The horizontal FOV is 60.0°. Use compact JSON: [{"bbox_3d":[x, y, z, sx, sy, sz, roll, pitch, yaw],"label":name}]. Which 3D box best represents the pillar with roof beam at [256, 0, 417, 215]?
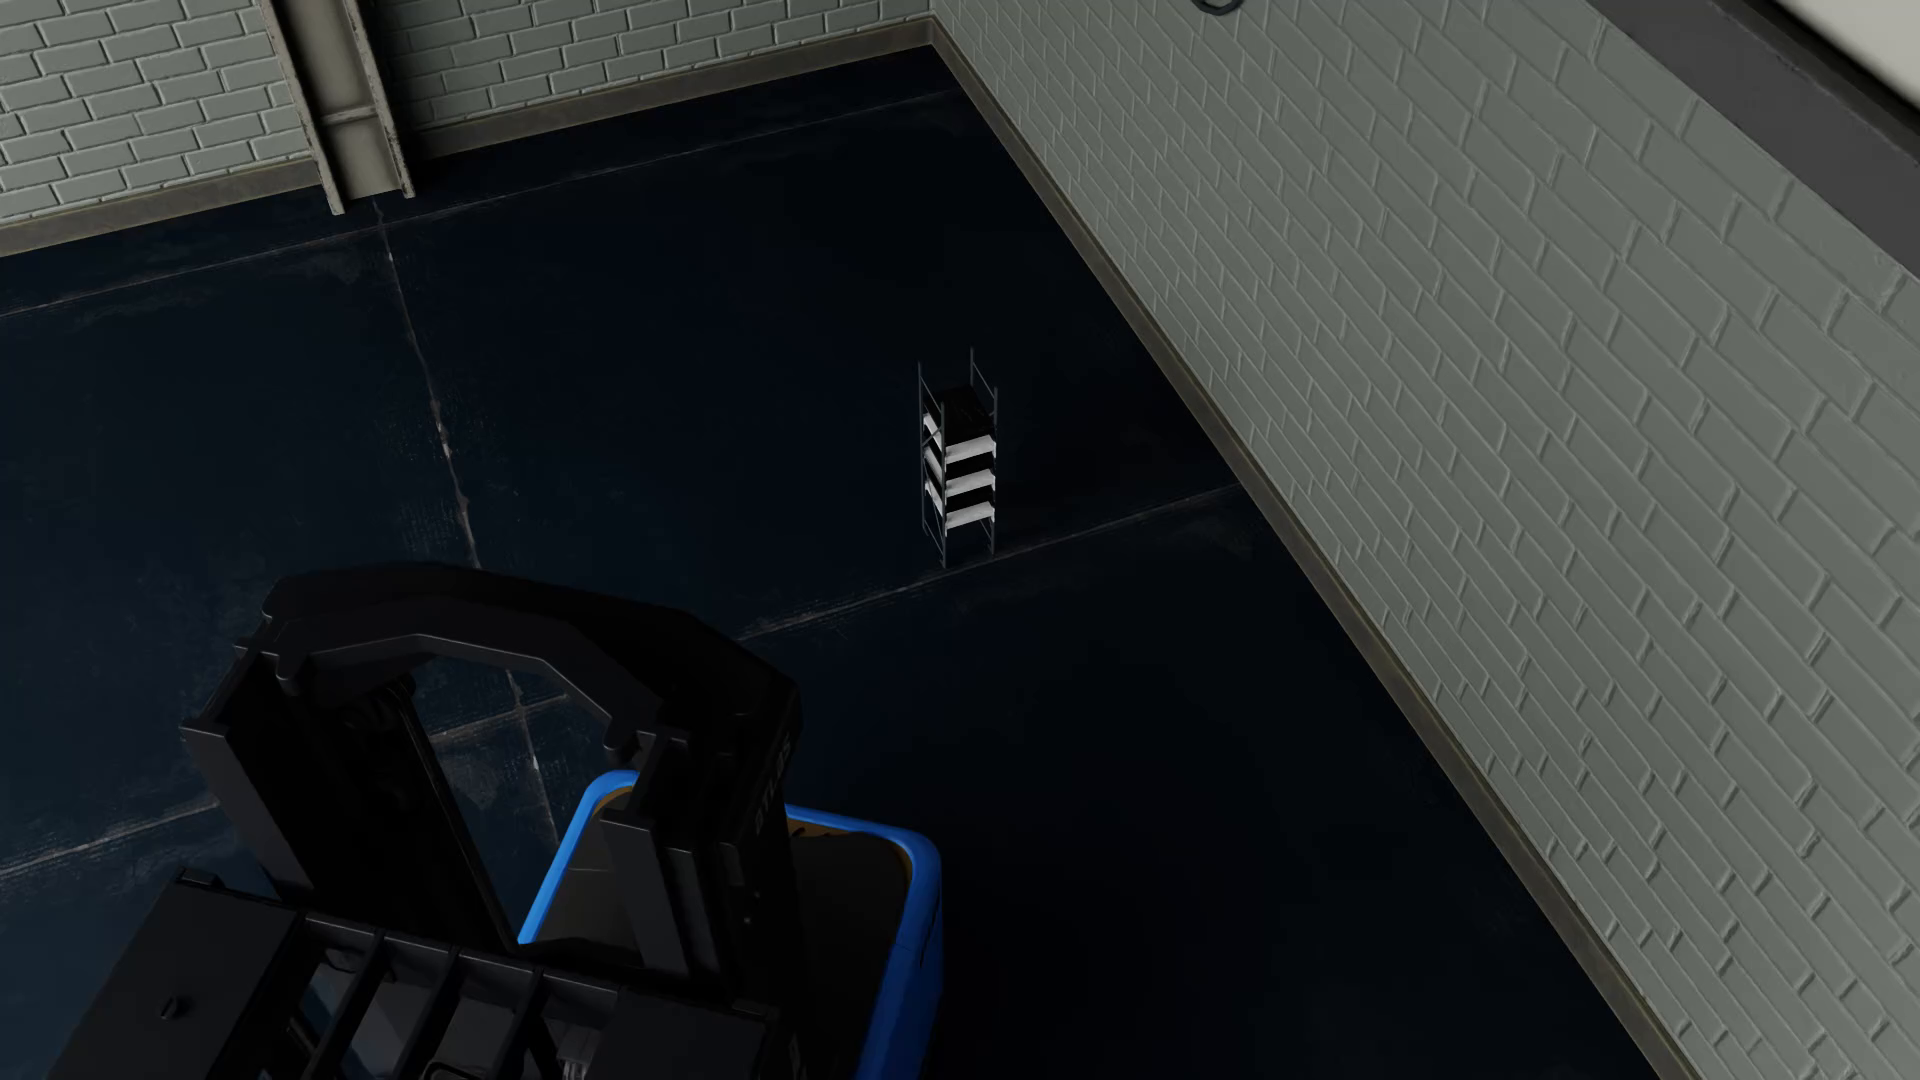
[{"bbox_3d":[-1.230,-1.618,2.049,0.400,9.000,9.100,-17,52,-14],"label":"pillar with roof beam"}]

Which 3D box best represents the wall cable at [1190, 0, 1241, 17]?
[{"bbox_3d":[0.369,-3.546,5.751,0.112,2.526,3.097,-17,52,-14],"label":"wall cable"}]

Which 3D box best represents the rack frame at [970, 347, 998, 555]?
[{"bbox_3d":[0.087,-0.320,6.272,0.006,0.900,0.240,-17,52,-14],"label":"rack frame"}]

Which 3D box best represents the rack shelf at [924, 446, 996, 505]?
[{"bbox_3d":[-0.008,-0.269,6.273,0.200,0.077,0.258,-17,52,-14],"label":"rack shelf"}]

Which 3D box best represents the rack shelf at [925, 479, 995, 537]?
[{"bbox_3d":[-0.008,-0.152,6.409,0.200,0.077,0.258,-17,52,-14],"label":"rack shelf"}]

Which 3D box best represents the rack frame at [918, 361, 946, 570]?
[{"bbox_3d":[-0.102,-0.262,6.222,0.006,0.900,0.240,-17,52,-14],"label":"rack frame"}]

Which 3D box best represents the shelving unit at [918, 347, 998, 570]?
[{"bbox_3d":[-0.008,-0.291,6.247,0.210,0.900,0.258,-17,52,-14],"label":"shelving unit"}]

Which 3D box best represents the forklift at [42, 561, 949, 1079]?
[{"bbox_3d":[-0.884,1.547,3.331,1.130,2.935,3.031,11,50,9],"label":"forklift"}]

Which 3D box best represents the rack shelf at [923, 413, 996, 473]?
[{"bbox_3d":[-0.008,-0.386,6.136,0.200,0.077,0.258,-17,52,-14],"label":"rack shelf"}]

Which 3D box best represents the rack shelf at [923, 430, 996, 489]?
[{"bbox_3d":[-0.008,-0.328,6.204,0.200,0.077,0.258,-17,52,-14],"label":"rack shelf"}]

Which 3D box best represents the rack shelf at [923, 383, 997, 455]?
[{"bbox_3d":[-0.008,-0.445,6.068,0.200,0.077,0.258,-17,52,-14],"label":"rack shelf"}]

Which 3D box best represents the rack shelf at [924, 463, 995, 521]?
[{"bbox_3d":[-0.008,-0.210,6.341,0.200,0.077,0.258,-17,52,-14],"label":"rack shelf"}]
